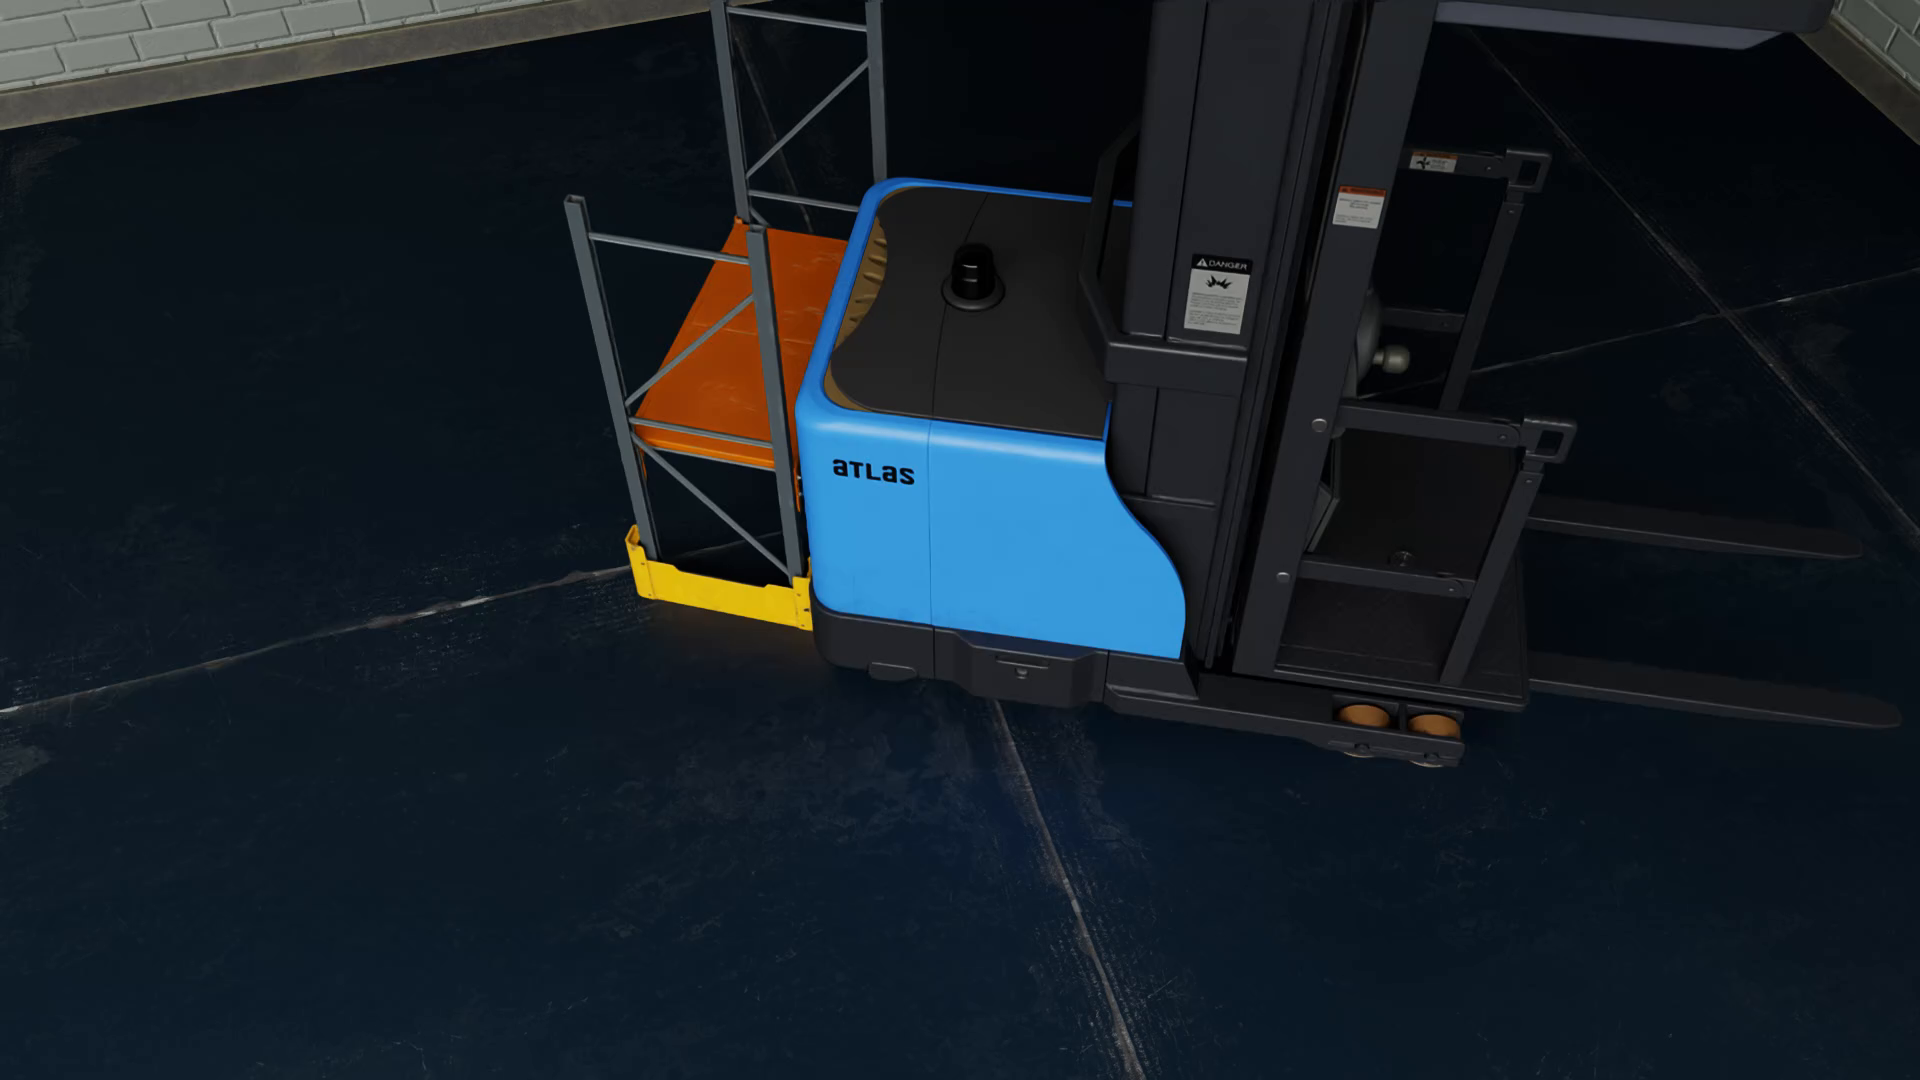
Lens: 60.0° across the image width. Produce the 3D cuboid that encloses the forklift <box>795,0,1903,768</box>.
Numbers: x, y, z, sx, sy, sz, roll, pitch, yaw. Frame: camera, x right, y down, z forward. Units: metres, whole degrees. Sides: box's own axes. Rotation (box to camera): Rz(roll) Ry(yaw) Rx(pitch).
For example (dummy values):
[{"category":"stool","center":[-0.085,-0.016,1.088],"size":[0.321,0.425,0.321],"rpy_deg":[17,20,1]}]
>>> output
[{"category":"forklift","center":[1.135,-0.743,3.960],"size":[3.031,2.935,1.130],"rpy_deg":[7,50,6]}]

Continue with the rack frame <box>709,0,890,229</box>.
[{"category":"rack frame","center":[-0.457,-1.044,5.149],"size":[0.500,1.500,0.032],"rpy_deg":[11,51,9]}]

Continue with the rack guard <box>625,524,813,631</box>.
[{"category":"rack guard","center":[-0.701,0.112,4.992],"size":[0.587,0.250,0.087],"rpy_deg":[11,51,9]}]

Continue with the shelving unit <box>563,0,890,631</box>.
[{"category":"shelving unit","center":[-0.581,-0.660,4.825],"size":[0.587,1.500,1.083],"rpy_deg":[11,51,9]}]

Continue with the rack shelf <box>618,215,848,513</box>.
[{"category":"rack shelf","center":[-0.579,-0.551,4.969],"size":[0.538,0.185,1.000],"rpy_deg":[11,51,9]}]

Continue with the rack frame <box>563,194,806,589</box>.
[{"category":"rack frame","center":[-0.701,-0.289,4.513],"size":[0.500,1.500,0.032],"rpy_deg":[11,51,9]}]
